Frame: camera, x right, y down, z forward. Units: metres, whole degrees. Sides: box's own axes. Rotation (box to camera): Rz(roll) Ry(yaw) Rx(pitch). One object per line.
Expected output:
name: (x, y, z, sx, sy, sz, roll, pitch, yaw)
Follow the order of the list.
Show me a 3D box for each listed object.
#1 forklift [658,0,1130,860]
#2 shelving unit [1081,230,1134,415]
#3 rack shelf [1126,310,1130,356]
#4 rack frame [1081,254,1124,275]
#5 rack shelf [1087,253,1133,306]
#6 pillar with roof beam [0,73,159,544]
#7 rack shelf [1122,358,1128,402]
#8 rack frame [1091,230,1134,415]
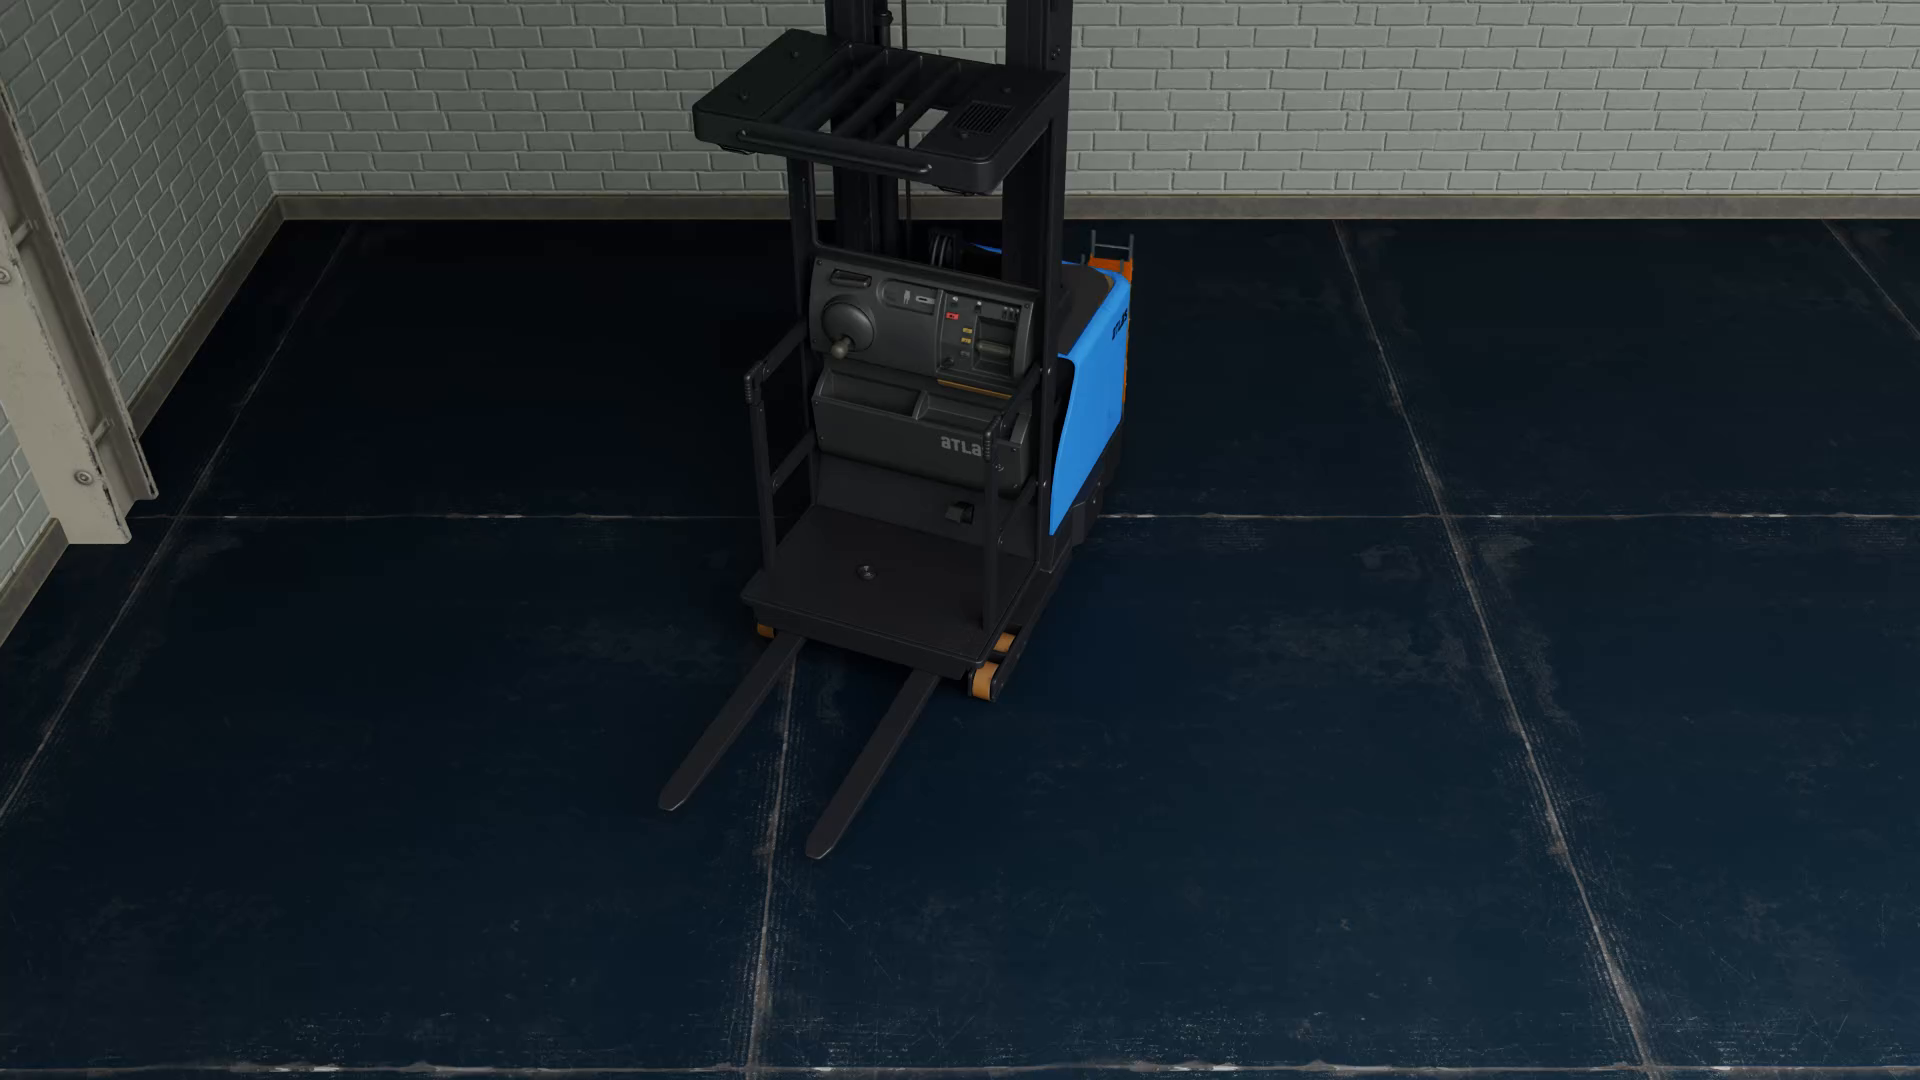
forklift: (-0.239, -0.779, 6.378, 1.130, 2.935, 3.031, 14, 41, 17)
shelving unit: (0.700, -0.973, 8.121, 0.215, 1.050, 0.252, 9, 40, 12)
rack shelf: (0.700, -0.964, 8.128, 0.215, 0.259, 0.240, 9, 40, 12)
rack frame: (0.668, -0.899, 8.030, 0.200, 1.050, 0.008, 9, 40, 12)
rack shelf: (0.696, -1.187, 7.952, 0.215, 0.259, 0.240, 9, 40, 12)
pillar with roof beam: (0.281, -3.622, 5.074, 9.100, 9.000, 0.400, 0, 39, 0)
rack shelf: (0.704, -0.747, 8.301, 0.215, 0.259, 0.240, 9, 40, 12)
rack frame: (0.732, -1.046, 8.213, 0.200, 1.050, 0.008, 9, 40, 12)
